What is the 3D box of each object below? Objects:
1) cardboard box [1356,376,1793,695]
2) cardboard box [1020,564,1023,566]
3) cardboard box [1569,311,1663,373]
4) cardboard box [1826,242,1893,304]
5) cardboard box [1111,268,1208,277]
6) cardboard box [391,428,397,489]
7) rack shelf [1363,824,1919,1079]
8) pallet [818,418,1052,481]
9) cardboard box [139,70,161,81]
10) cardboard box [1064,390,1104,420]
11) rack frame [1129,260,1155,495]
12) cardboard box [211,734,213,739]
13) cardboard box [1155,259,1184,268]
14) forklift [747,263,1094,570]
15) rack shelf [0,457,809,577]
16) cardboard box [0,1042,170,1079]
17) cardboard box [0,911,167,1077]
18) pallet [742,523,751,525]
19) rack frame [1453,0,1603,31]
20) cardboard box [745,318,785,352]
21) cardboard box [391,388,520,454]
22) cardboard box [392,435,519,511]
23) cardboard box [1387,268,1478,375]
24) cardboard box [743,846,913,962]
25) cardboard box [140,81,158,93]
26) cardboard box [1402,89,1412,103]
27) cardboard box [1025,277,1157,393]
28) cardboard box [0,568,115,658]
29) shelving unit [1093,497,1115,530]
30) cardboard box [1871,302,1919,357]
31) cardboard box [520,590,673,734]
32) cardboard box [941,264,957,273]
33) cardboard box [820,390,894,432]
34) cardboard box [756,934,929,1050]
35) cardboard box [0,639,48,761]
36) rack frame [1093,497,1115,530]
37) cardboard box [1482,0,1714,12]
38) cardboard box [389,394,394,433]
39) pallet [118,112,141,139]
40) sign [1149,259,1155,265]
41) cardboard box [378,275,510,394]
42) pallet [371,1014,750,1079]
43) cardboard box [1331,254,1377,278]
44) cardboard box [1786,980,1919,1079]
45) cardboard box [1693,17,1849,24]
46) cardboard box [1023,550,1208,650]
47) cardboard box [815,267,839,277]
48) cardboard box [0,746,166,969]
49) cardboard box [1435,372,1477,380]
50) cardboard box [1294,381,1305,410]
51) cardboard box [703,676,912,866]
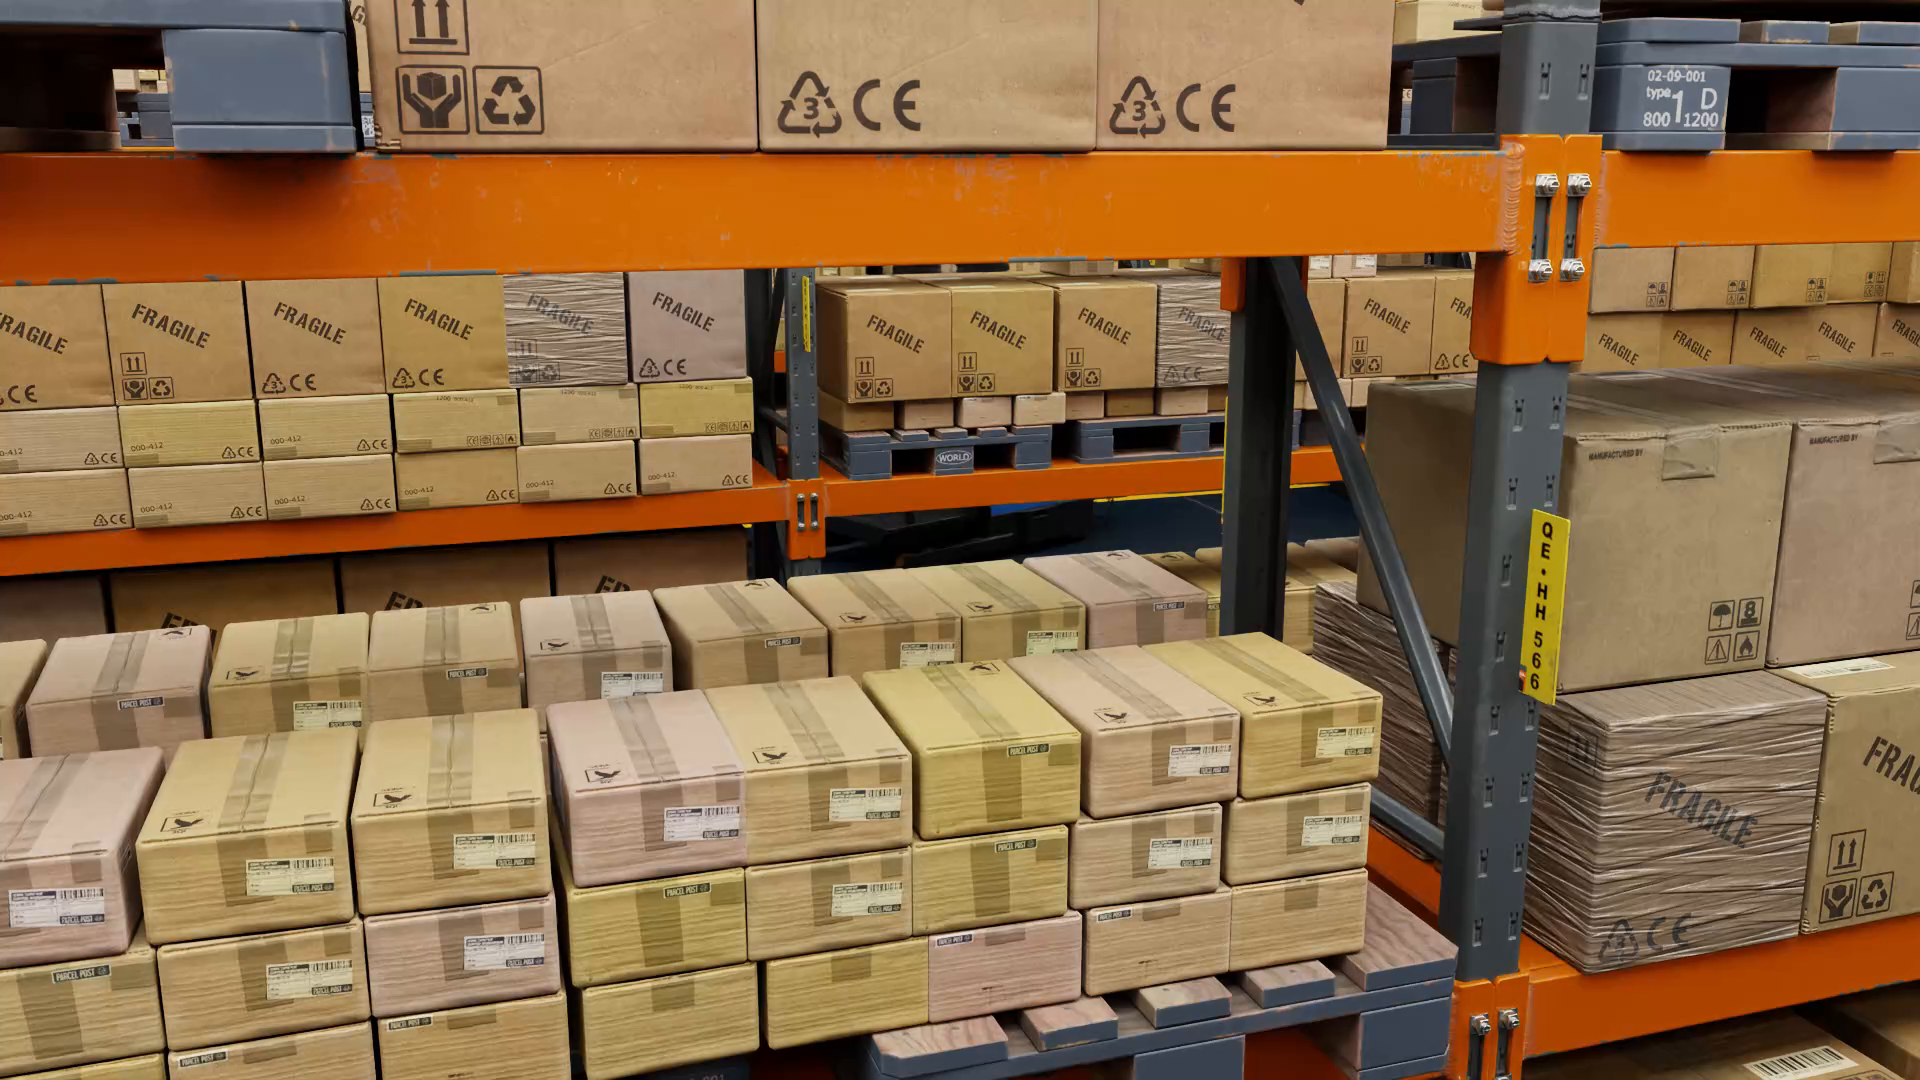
[{"bbox_3d":[1.243,-0.044,3.470,0.500,0.500,0.700,-5,14,-18],"label":"cardboard box"},{"bbox_3d":[0.375,0.422,8.658,0.625,0.372,0.950,-5,14,-19],"label":"cardboard box"},{"bbox_3d":[3.437,-1.016,9.075,0.500,0.500,0.500,-4,14,-18],"label":"cardboard box"},{"bbox_3d":[4.858,-1.639,9.531,0.500,0.500,0.700,-5,14,-18],"label":"cardboard box"},{"bbox_3d":[0.964,-1.167,8.800,0.500,0.500,0.500,-5,14,-20],"label":"cardboard box"},{"bbox_3d":[-2.384,-0.423,7.765,0.500,0.250,0.500,-4,14,-16],"label":"cardboard box"},{"bbox_3d":[2.710,0.724,4.171,4.000,0.370,1.077,-4,14,-18],"label":"rack shelf"},{"bbox_3d":[-0.219,-0.539,8.342,1.003,0.211,1.213,-4,14,-18],"label":"pallet"},{"bbox_3d":[-5.331,-3.055,10.798,0.250,0.149,0.380,-5,14,-19],"label":"cardboard box"},{"bbox_3d":[0.531,-0.696,8.222,0.250,0.149,0.380,-4,14,-15],"label":"cardboard box"},{"bbox_3d":[1.344,-1.940,13.817,0.127,3.000,1.000,-4,14,-18],"label":"rack frame"},{"bbox_3d":[-1.414,0.419,2.890,0.250,0.149,0.380,-4,14,-18],"label":"cardboard box"},{"bbox_3d":[1.730,-2.270,13.587,0.250,0.149,0.380,-5,14,-19],"label":"cardboard box"},{"bbox_3d":[-0.463,-1.310,11.317,3.031,2.935,1.130,-11,18,-40],"label":"forklift"},{"bbox_3d":[-2.756,-0.059,7.463,4.000,0.370,1.077,-4,14,-18],"label":"rack shelf"},{"bbox_3d":[-1.221,0.709,2.315,0.250,0.149,0.380,-5,14,-19],"label":"cardboard box"},{"bbox_3d":[-1.215,0.564,2.282,0.250,0.149,0.380,-5,14,-19],"label":"cardboard box"},{"bbox_3d":[-1.654,-0.340,13.118,1.213,0.211,1.003,-4,14,-18],"label":"pallet"},{"bbox_3d":[0.814,-2.397,2.773,0.127,3.000,1.000,-4,14,-18],"label":"rack frame"},{"bbox_3d":[-1.470,-1.587,12.657,0.500,0.250,0.500,-5,14,-19],"label":"cardboard box"},{"bbox_3d":[-2.202,-0.554,7.235,0.500,0.250,0.500,-5,14,-20],"label":"cardboard box"},{"bbox_3d":[-2.218,-0.314,7.307,0.500,0.250,0.500,-5,14,-19],"label":"cardboard box"},{"bbox_3d":[2.566,-1.165,8.792,0.500,0.500,0.500,-5,14,-19],"label":"cardboard box"},{"bbox_3d":[-0.247,0.490,2.595,0.250,0.149,0.380,-4,14,-18],"label":"cardboard box"},{"bbox_3d":[-5.363,-2.926,10.900,0.250,0.149,0.380,-4,14,-18],"label":"cardboard box"},{"bbox_3d":[1.942,-2.331,8.396,0.500,0.250,0.500,-4,14,-17],"label":"cardboard box"},{"bbox_3d":[0.633,-1.017,8.171,0.500,0.500,0.500,-4,14,-17],"label":"cardboard box"},{"bbox_3d":[-4.089,0.505,7.223,0.875,0.875,0.875,-4,14,-16],"label":"cardboard box"},{"bbox_3d":[1.108,-0.690,12.458,0.189,1.200,0.258,14,2,-37],"label":"shelving unit"},{"bbox_3d":[5.344,-1.168,9.711,0.500,0.500,0.500,-5,14,-18],"label":"cardboard box"},{"bbox_3d":[-0.680,0.219,3.089,0.250,0.149,0.380,-4,14,-15],"label":"cardboard box"},{"bbox_3d":[-0.110,-2.130,12.996,0.250,0.149,0.380,-4,14,-18],"label":"cardboard box"},{"bbox_3d":[-0.493,-0.622,7.910,0.250,0.149,0.380,-5,14,-21],"label":"cardboard box"},{"bbox_3d":[-0.223,0.631,2.642,0.250,0.149,0.380,-5,14,-19],"label":"cardboard box"},{"bbox_3d":[-1.676,0.297,2.760,0.250,0.149,0.380,-5,14,-20],"label":"cardboard box"},{"bbox_3d":[1.179,-0.672,12.513,0.006,1.200,0.240,14,2,-37],"label":"rack frame"},{"bbox_3d":[1.182,-1.058,3.045,0.250,0.149,0.380,-5,14,-20],"label":"cardboard box"},{"bbox_3d":[-2.386,-0.672,7.728,0.500,0.250,0.500,-5,14,-18],"label":"cardboard box"},{"bbox_3d":[-5.597,-2.750,11.147,1.003,0.211,1.213,-4,14,-18],"label":"pallet"},{"bbox_3d":[1.527,-2.347,13.195,0.005,0.325,0.100,-4,14,-18],"label":"sign"},{"bbox_3d":[-2.223,-0.921,7.157,0.500,0.500,0.500,-4,14,-18],"label":"cardboard box"},{"bbox_3d":[-1.049,0.770,2.838,1.213,0.211,1.003,-4,14,-18],"label":"pallet"},{"bbox_3d":[1.917,-1.428,8.494,0.250,0.149,0.380,-5,14,-20],"label":"cardboard box"},{"bbox_3d":[2.248,1.321,4.060,0.750,0.750,1.050,-4,14,-17],"label":"cardboard box"},{"bbox_3d":[1.709,-1.290,3.671,0.500,0.311,0.500,-4,14,-18],"label":"cardboard box"},{"bbox_3d":[0.311,0.142,3.413,0.250,0.149,0.380,-4,14,-18],"label":"cardboard box"},{"bbox_3d":[-1.090,-2.060,12.702,0.250,0.149,0.380,-4,14,-17],"label":"cardboard box"},{"bbox_3d":[-1.231,0.422,2.238,0.250,0.149,0.380,-4,14,-16],"label":"cardboard box"},{"bbox_3d":[2.531,-0.835,8.808,0.250,0.149,0.380,-4,14,-17],"label":"cardboard box"},{"bbox_3d":[1.560,-0.763,8.504,0.250,0.149,0.380,-4,14,-18],"label":"cardboard box"},{"bbox_3d":[-0.243,0.345,2.561,0.250,0.149,0.380,-4,14,-16],"label":"cardboard box"}]
